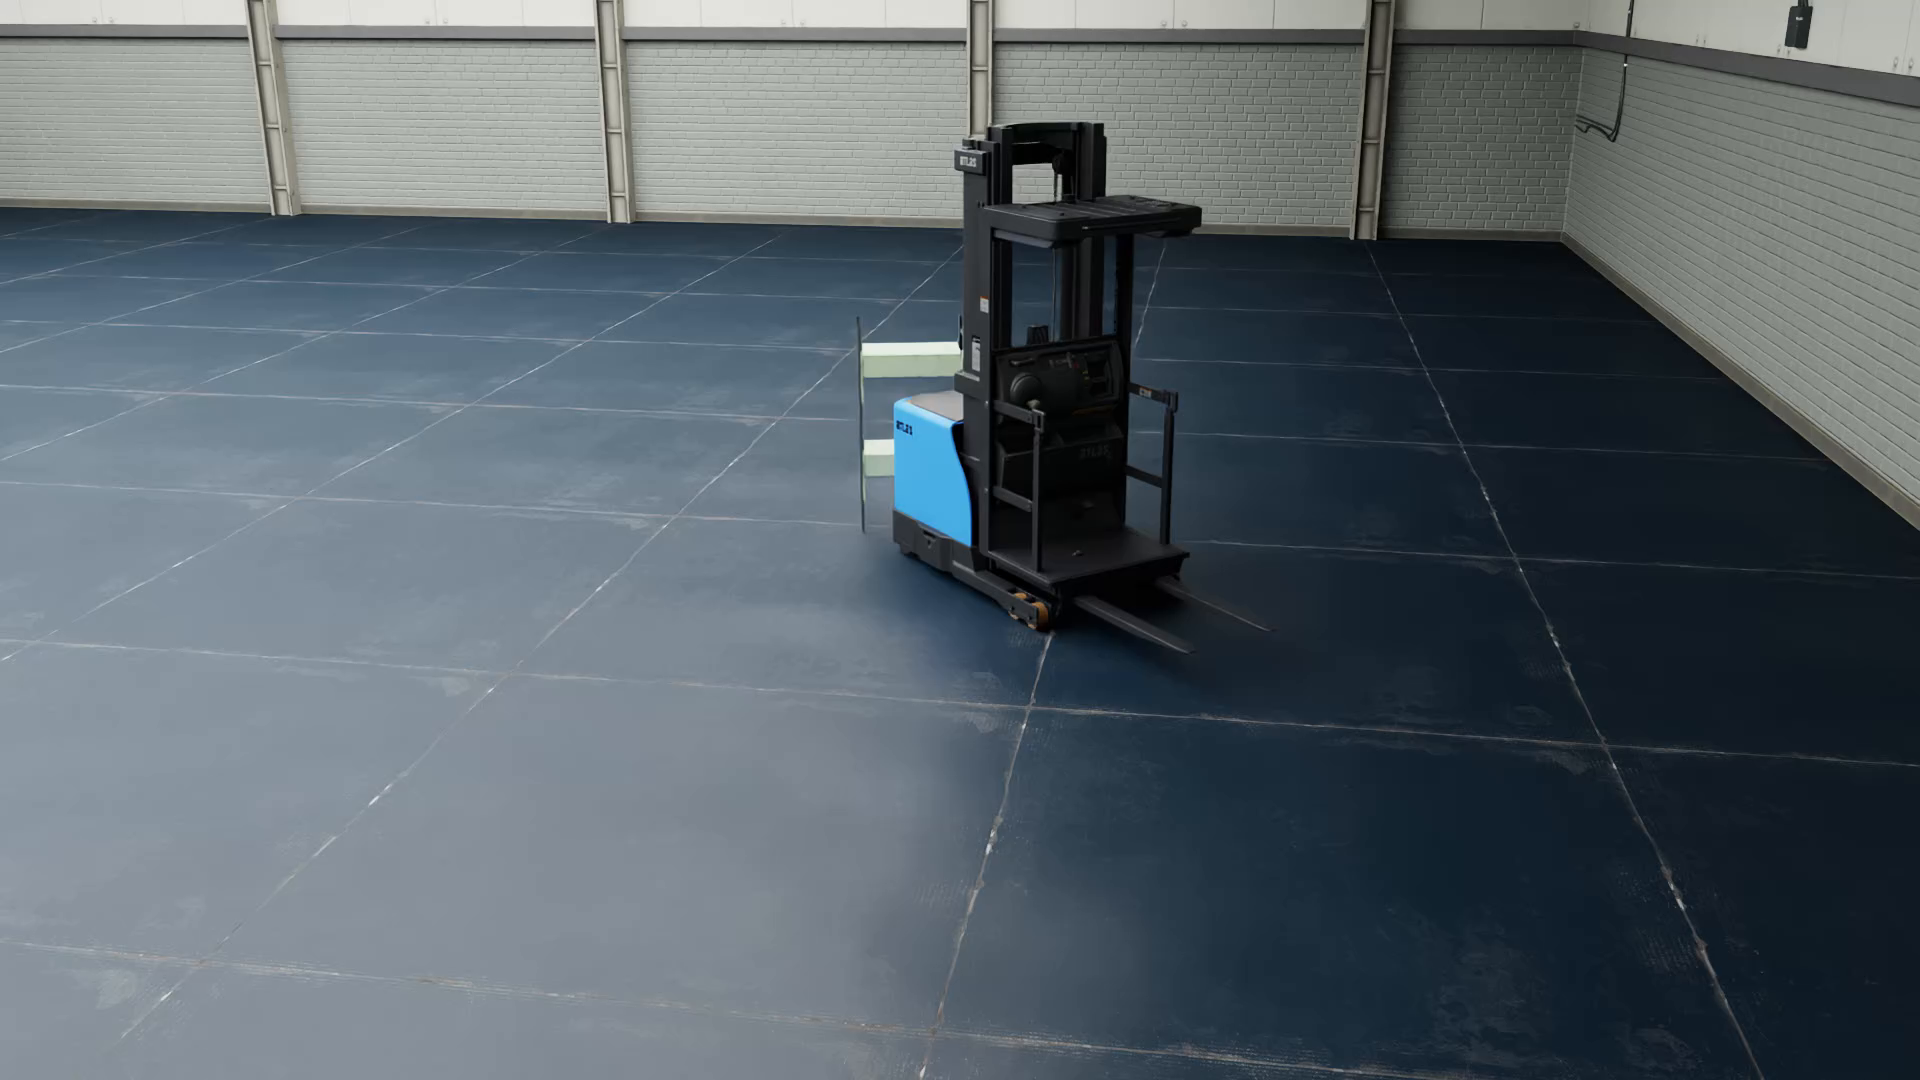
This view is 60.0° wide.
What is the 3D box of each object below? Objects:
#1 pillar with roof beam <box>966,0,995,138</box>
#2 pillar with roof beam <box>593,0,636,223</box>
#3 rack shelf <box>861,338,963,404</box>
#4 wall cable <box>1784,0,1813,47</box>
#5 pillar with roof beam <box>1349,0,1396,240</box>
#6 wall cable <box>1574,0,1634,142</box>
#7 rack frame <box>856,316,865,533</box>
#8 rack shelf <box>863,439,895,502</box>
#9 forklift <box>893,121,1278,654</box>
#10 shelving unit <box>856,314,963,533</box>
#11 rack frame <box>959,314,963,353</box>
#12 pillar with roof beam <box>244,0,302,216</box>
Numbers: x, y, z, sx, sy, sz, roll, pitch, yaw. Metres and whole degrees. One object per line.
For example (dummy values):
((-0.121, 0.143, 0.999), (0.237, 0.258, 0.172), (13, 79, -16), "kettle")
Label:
((-0.361, -7.896, 21.218), (0.400, 9.000, 9.100), (3, 19, 9), "pillar with roof beam")
((-6.285, -8.198, 22.121), (0.400, 9.000, 9.100), (3, 19, 9), "pillar with roof beam")
((-0.346, -1.203, 11.804), (0.720, 0.370, 0.431), (-1, 19, -4), "rack shelf")
((7.423, -7.019, 13.239), (0.169, 6.003, 2.305), (3, 19, 9), "wall cable")
((5.563, -7.594, 20.316), (0.400, 9.000, 9.100), (3, 19, 9), "pillar with roof beam")
((8.945, -6.907, 23.158), (0.112, 2.526, 3.097), (3, 19, 9), "wall cable")
((-0.711, -0.823, 11.900), (0.023, 1.500, 0.400), (-1, 19, -4), "rack frame")
((-0.346, -0.523, 12.031), (0.720, 0.370, 0.431), (-1, 19, -4), "rack shelf")
((0.743, -1.015, 10.216), (1.130, 2.935, 3.031), (-11, 22, -30), "forklift")
((-0.346, -0.832, 11.927), (0.755, 1.500, 0.431), (-1, 19, -4), "shelving unit")
((0.019, -0.842, 11.955), (0.023, 1.500, 0.400), (-1, 19, -4), "rack frame")
((-12.209, -8.499, 23.023), (0.400, 9.000, 9.100), (3, 19, 9), "pillar with roof beam")
